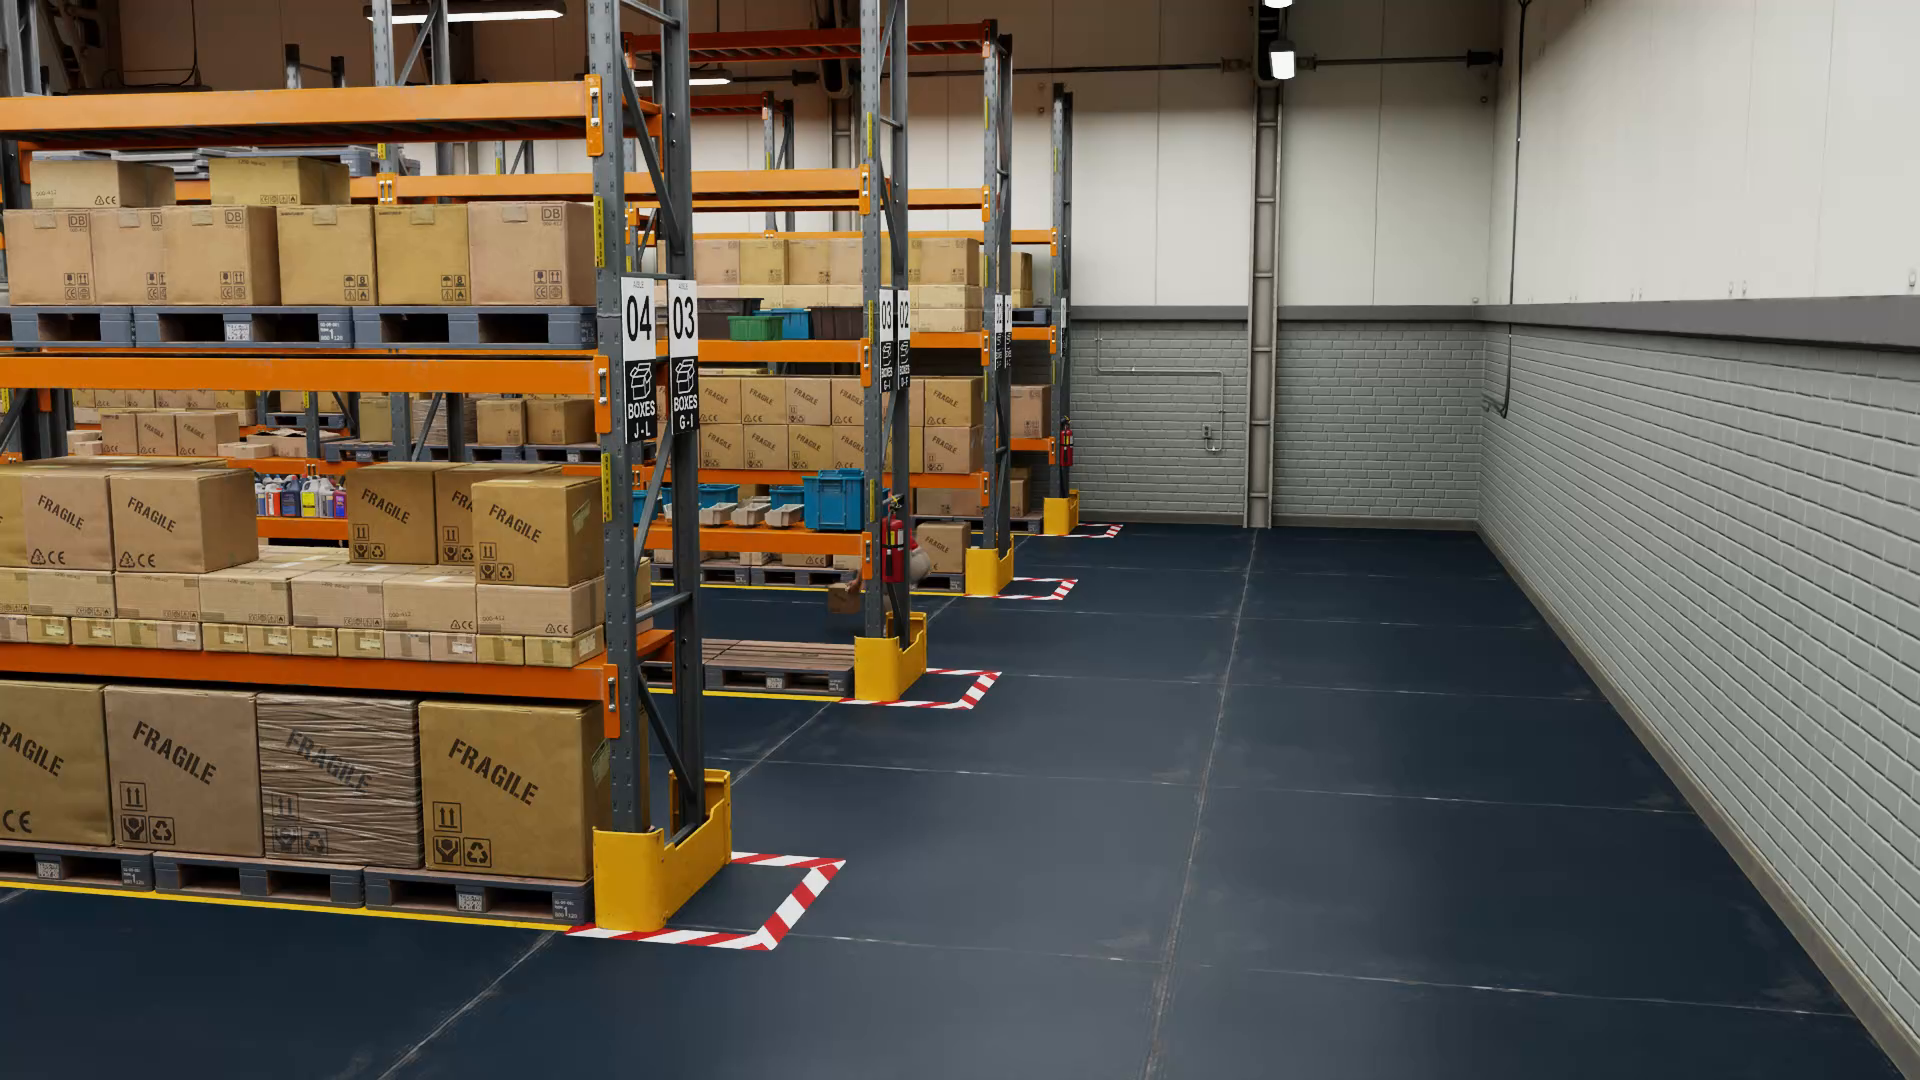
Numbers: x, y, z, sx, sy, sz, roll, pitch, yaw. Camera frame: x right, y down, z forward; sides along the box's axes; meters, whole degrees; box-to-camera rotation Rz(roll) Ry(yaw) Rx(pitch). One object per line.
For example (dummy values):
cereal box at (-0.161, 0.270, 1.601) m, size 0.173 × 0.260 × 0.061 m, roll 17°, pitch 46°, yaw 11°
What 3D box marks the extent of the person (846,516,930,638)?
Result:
person at (-0.685, 0.272, 15.627) m, size 0.779 × 1.263 × 0.587 m, roll 2°, pitch 8°, yaw 11°
